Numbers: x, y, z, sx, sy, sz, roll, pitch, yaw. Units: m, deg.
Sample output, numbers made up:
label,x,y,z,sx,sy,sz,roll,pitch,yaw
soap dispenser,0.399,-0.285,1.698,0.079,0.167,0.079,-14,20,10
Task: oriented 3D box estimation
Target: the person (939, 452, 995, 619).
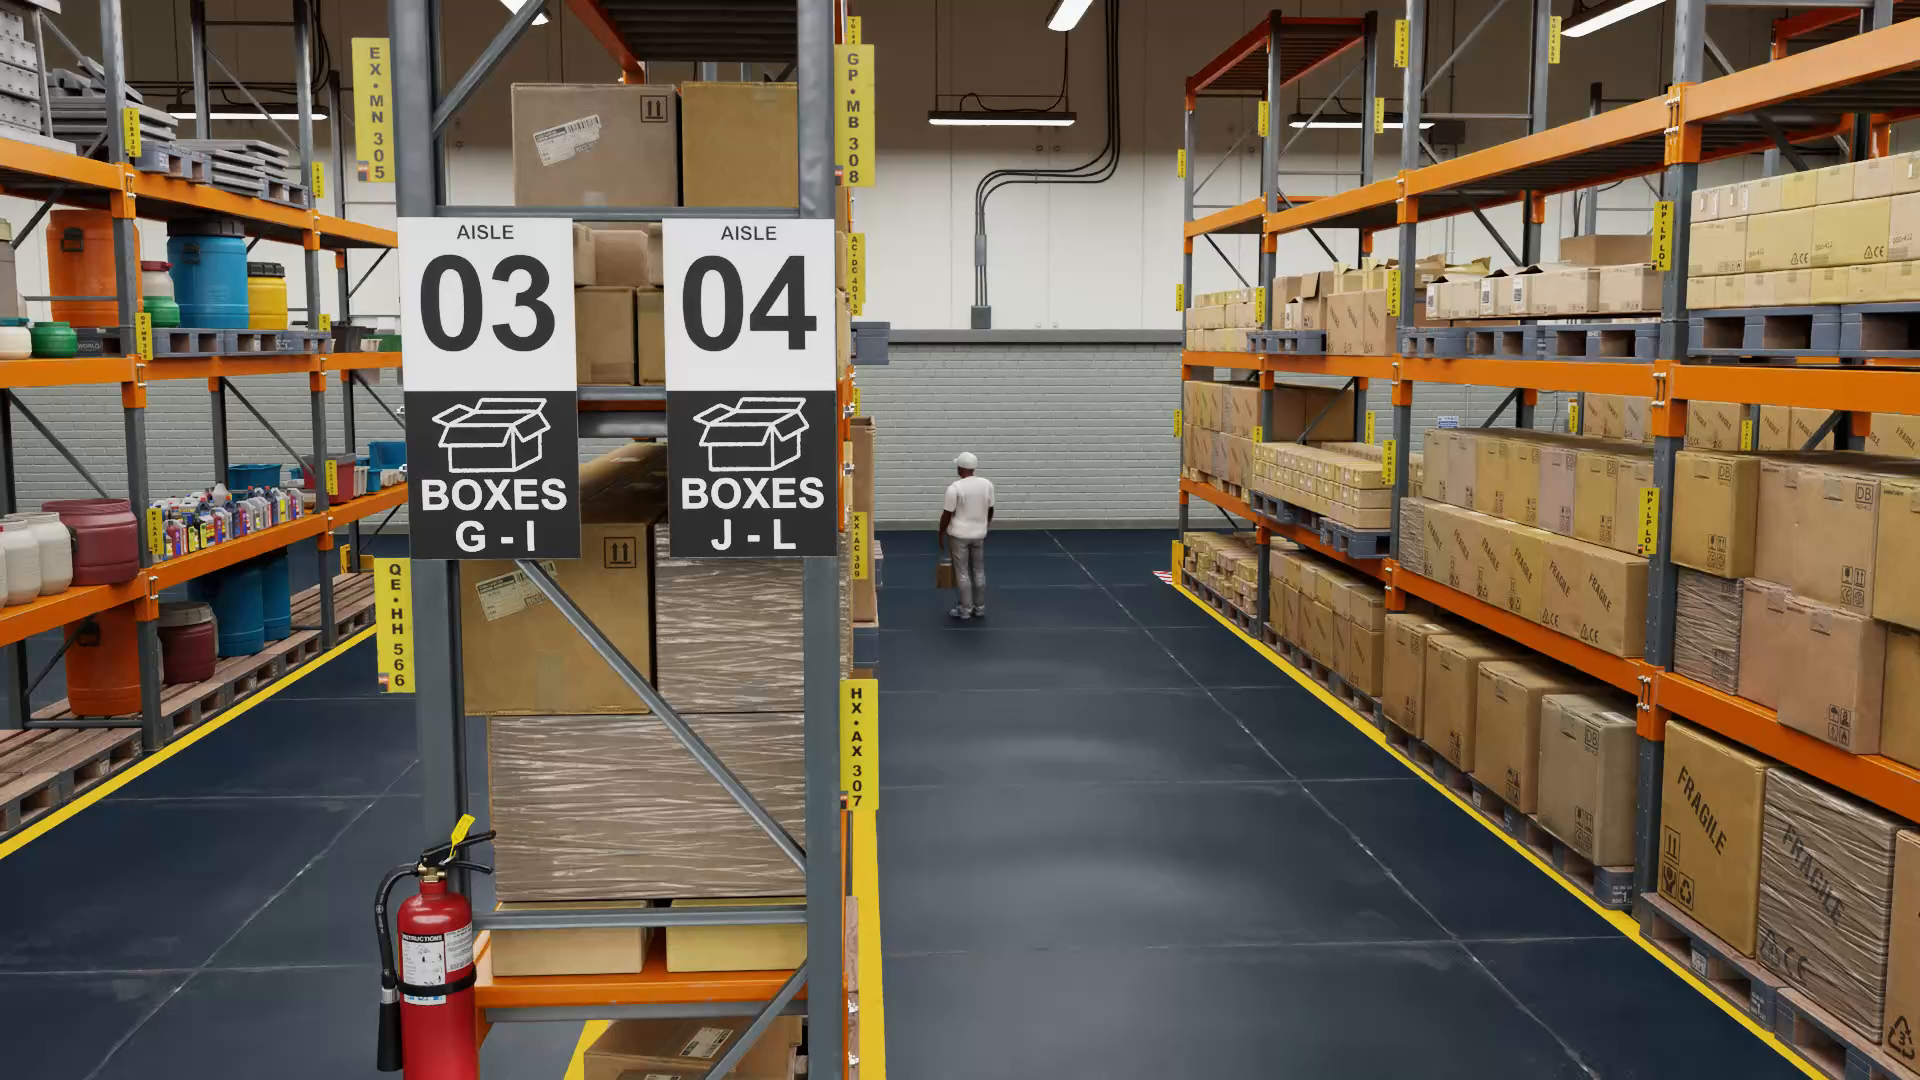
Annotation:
label,x,y,z,sx,sy,sz,roll,pitch,yaw
person,0.042,-0.059,17.569,0.629,1.766,0.576,-4,8,-28
